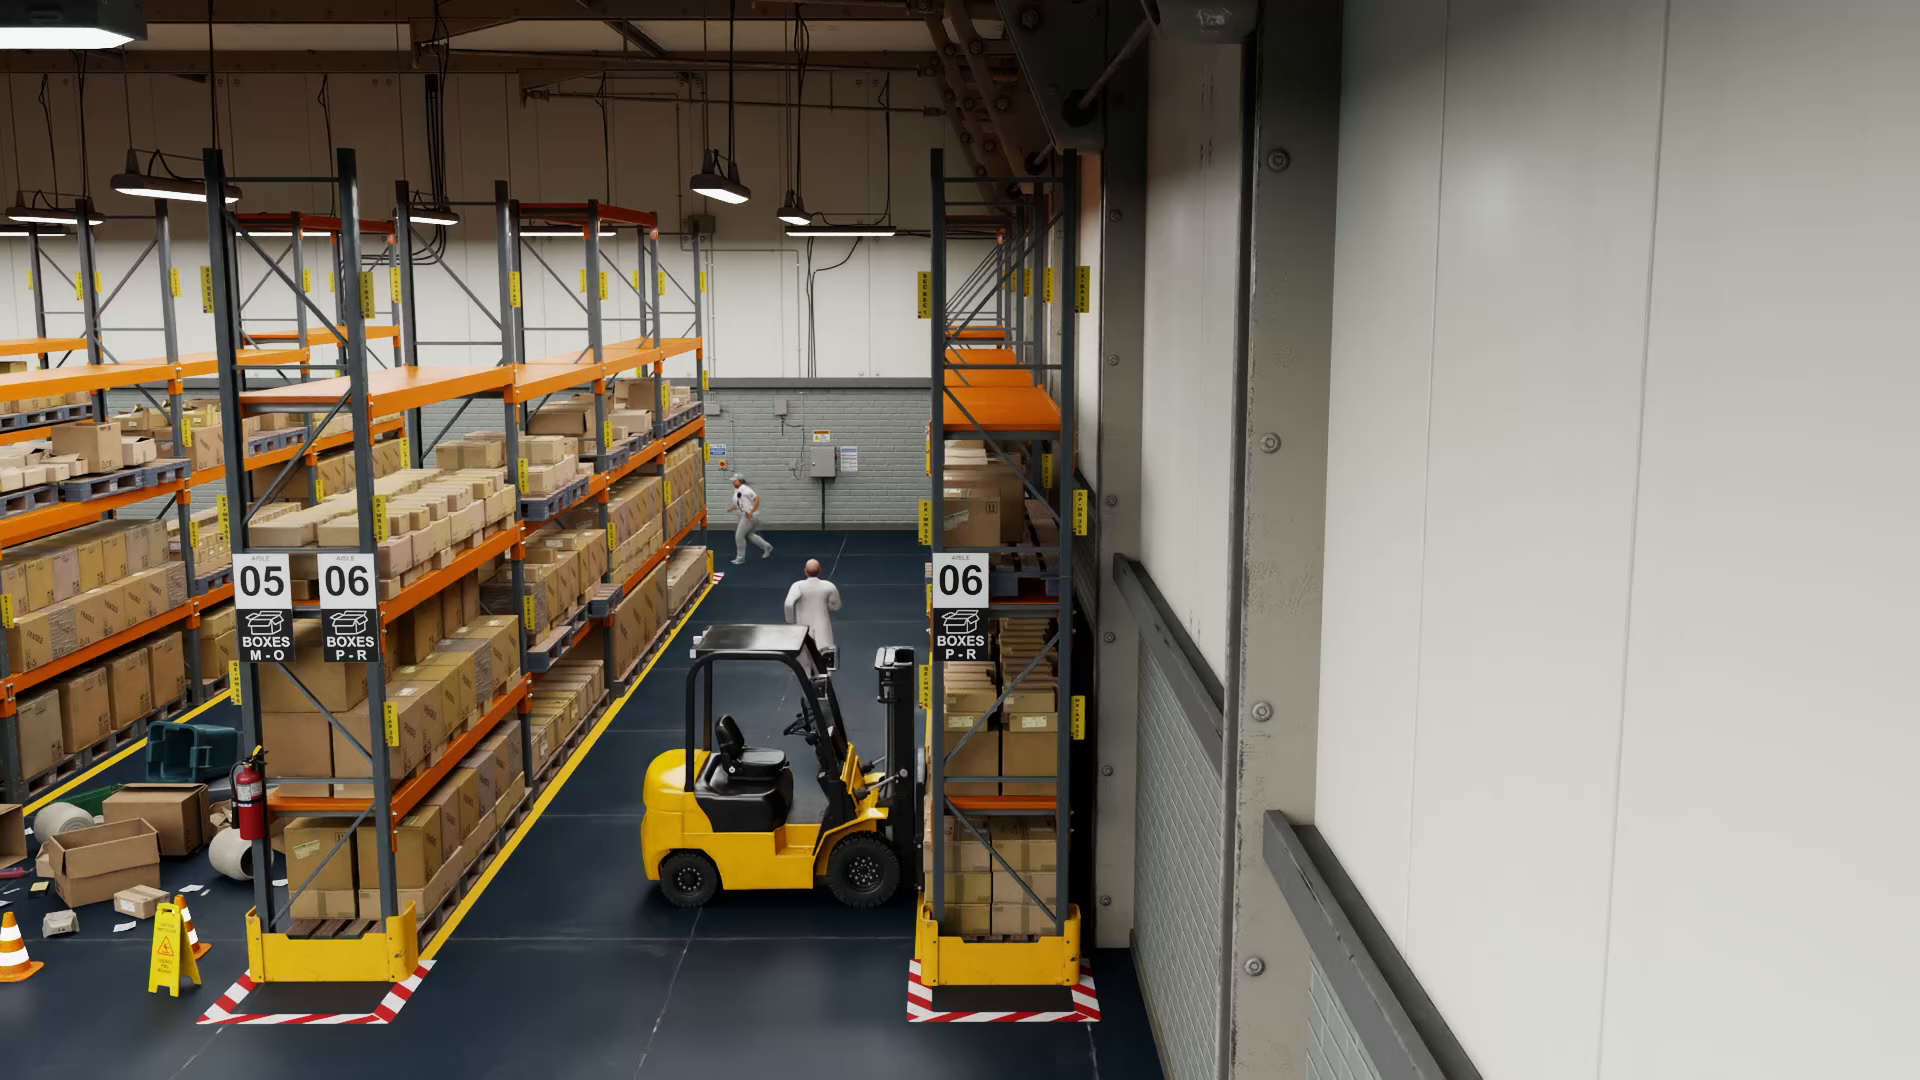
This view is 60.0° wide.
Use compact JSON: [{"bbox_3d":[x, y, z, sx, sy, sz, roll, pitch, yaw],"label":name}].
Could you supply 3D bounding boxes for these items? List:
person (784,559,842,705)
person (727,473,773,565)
[{"bbox_3d":[-1.759,1.116,19.919,0.715,1.642,1.063,-2,9,-11],"label":"person"},{"bbox_3d":[-3.761,-0.402,29.899,0.862,1.633,0.591,-4,10,-23],"label":"person"}]
